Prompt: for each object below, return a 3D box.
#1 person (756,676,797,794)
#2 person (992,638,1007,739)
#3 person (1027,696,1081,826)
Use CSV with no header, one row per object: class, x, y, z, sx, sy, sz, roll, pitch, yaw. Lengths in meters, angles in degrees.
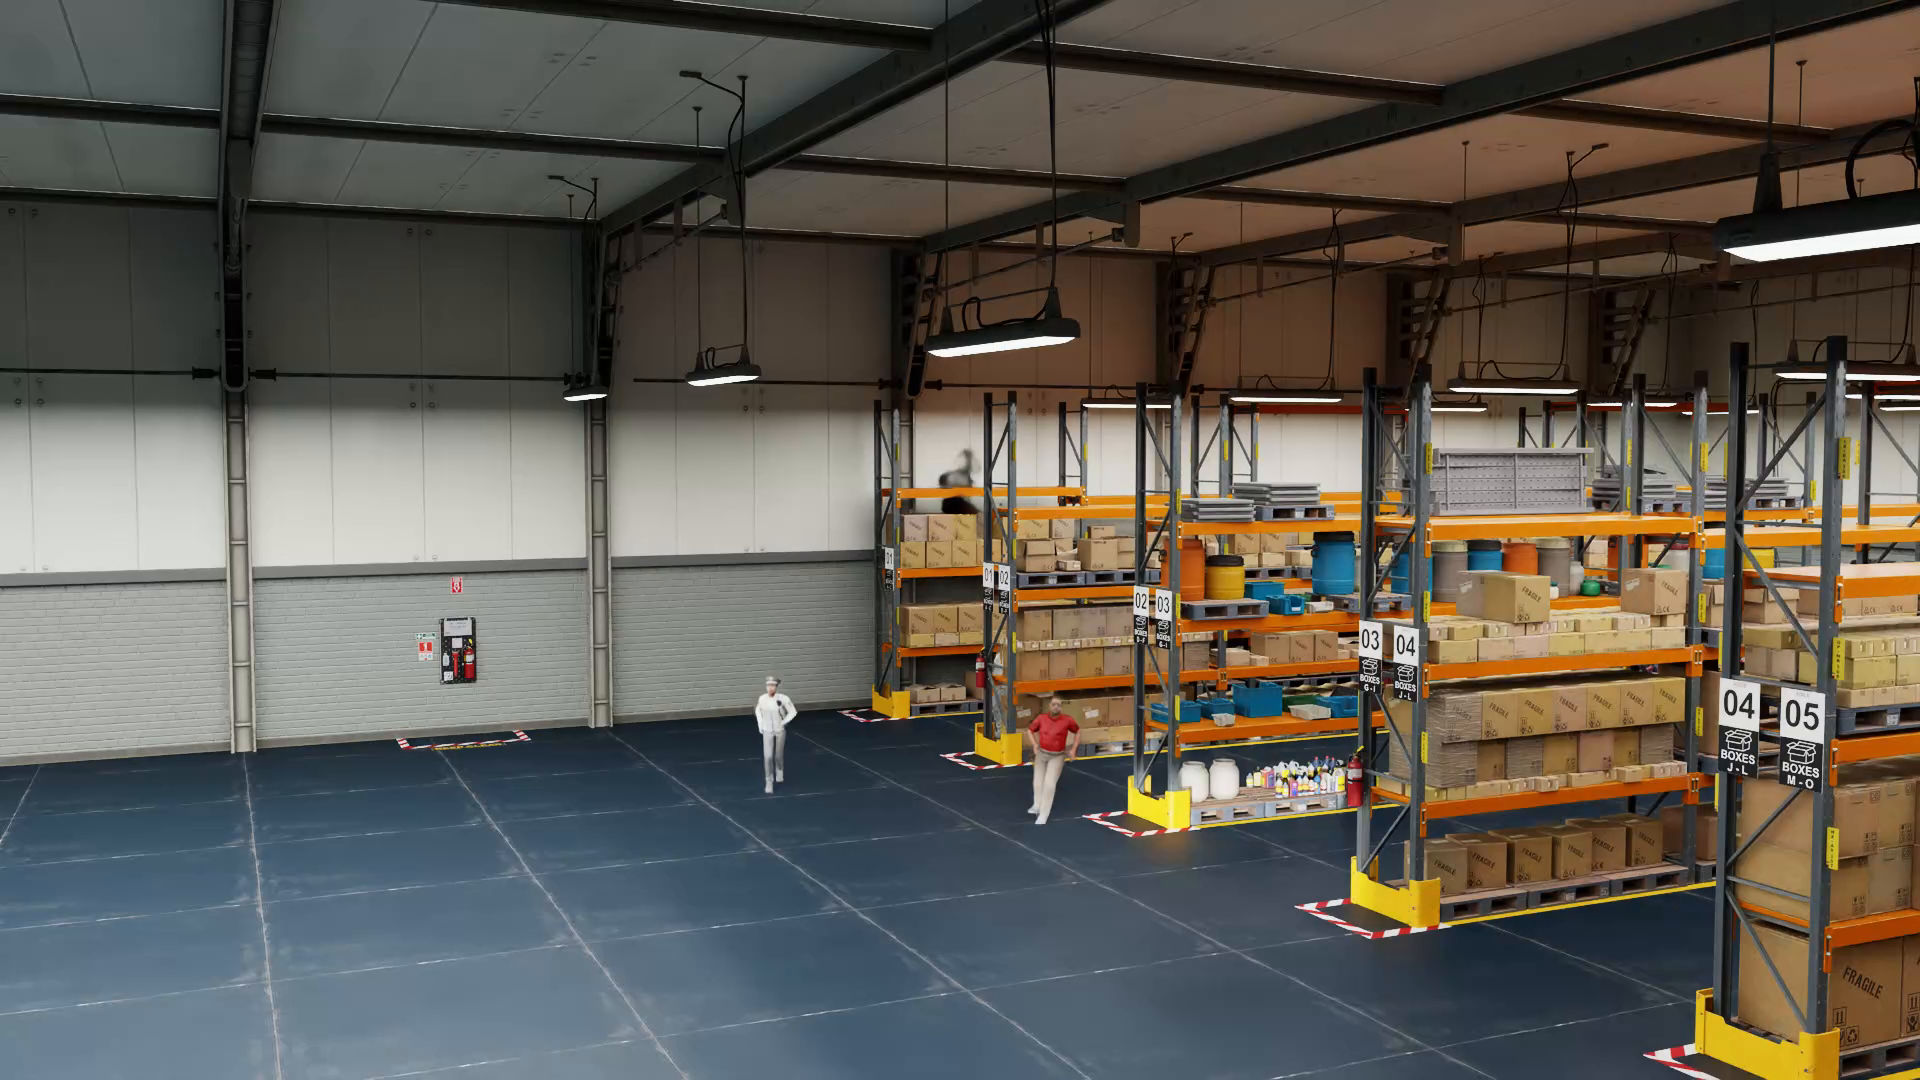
person,-2.749,2.883,24.870,0.631,1.747,0.750,0,3,4
person,0.824,2.572,29.067,0.708,1.743,0.685,-2,4,-32
person,1.253,3.011,22.736,0.735,1.760,0.700,1,3,17
